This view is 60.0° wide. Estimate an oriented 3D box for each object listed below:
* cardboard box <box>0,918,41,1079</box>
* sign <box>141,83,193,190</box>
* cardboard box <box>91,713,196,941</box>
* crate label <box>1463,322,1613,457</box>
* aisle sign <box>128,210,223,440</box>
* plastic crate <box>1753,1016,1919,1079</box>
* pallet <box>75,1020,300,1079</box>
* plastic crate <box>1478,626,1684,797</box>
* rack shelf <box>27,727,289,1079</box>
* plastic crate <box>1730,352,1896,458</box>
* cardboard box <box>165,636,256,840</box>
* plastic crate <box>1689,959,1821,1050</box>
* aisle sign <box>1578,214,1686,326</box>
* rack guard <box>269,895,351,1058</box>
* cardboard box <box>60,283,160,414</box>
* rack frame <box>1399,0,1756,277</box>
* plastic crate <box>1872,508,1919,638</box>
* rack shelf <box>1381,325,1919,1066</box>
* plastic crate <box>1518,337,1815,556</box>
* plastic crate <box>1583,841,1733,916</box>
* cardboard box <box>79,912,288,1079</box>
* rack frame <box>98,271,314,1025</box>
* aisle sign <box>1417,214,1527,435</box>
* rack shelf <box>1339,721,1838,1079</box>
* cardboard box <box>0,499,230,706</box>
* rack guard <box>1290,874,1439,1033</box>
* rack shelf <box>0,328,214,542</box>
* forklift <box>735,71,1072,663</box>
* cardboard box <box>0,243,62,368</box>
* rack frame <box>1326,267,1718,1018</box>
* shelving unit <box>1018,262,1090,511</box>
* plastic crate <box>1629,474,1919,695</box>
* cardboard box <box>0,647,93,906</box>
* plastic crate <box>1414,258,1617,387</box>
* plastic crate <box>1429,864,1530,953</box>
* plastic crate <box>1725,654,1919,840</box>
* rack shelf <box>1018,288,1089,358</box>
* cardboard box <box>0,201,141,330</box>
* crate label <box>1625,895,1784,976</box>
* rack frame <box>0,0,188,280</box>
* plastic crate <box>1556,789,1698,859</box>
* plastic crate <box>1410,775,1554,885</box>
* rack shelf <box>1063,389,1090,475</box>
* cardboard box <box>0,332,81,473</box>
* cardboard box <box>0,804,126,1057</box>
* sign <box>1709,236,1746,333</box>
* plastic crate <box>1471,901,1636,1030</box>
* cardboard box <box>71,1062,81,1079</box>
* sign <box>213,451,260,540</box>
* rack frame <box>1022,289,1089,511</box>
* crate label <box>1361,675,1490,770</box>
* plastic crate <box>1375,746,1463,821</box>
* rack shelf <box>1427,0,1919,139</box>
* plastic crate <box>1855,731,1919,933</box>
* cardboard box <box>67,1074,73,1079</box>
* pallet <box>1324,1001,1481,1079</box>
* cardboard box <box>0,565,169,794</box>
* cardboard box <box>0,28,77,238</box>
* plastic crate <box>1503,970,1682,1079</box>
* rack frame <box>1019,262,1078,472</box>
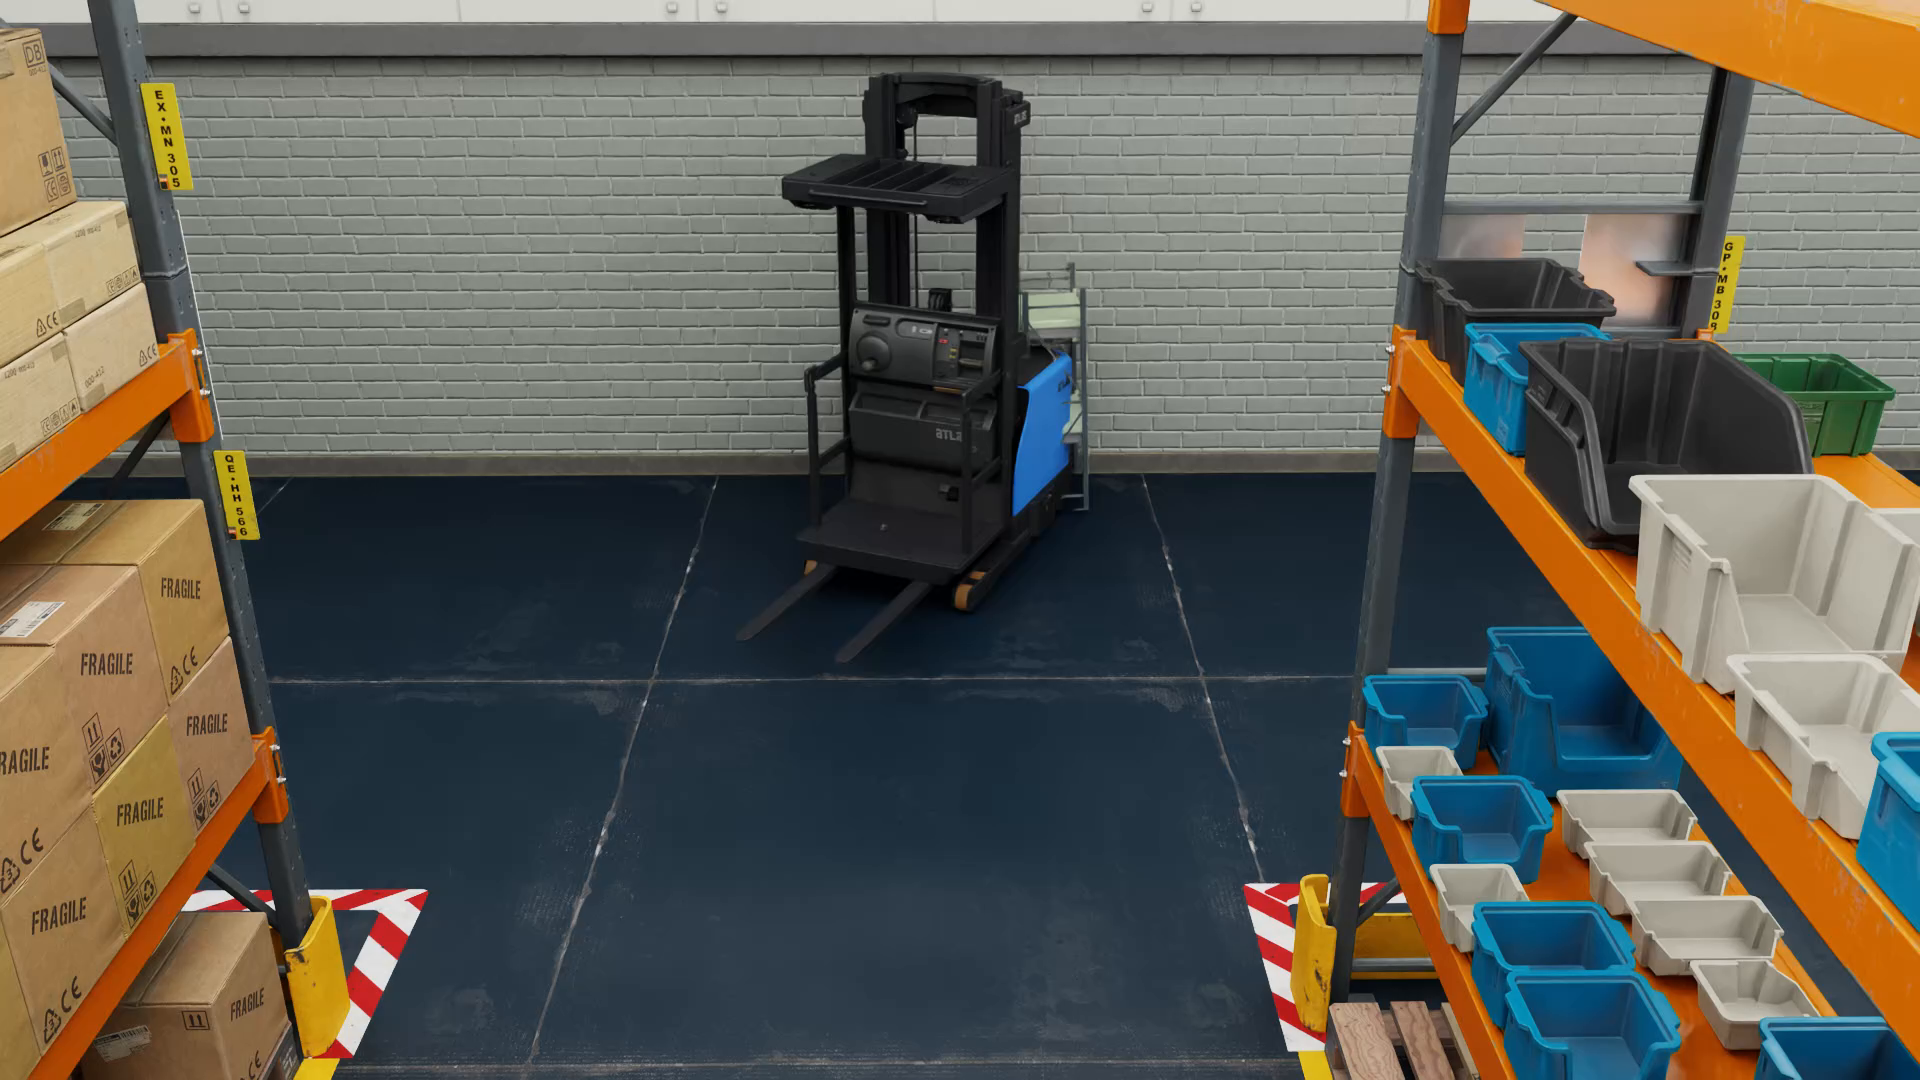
[{"bbox_3d":[-2.722,1.280,4.159,0.500,0.500,0.500,-1,24,-1],"label":"cardboard box"},{"bbox_3d":[-2.459,-1.249,5.158,0.100,0.325,0.005,0,24,-1],"label":"sign"},{"bbox_3d":[-2.728,0.867,5.072,0.500,0.500,0.500,0,24,0],"label":"cardboard box"},{"bbox_3d":[1.626,-0.423,4.585,0.408,0.251,0.502,0,24,-1],"label":"crate label"},{"bbox_3d":[-2.708,-0.699,5.500,0.394,0.787,0.004,0,24,-1],"label":"aisle sign"},{"bbox_3d":[2.218,1.388,4.170,0.416,0.233,0.300,0,24,-1],"label":"plastic crate"},{"bbox_3d":[-3.003,2.146,5.750,1.003,0.211,1.213,0,24,-1],"label":"pallet"},{"bbox_3d":[2.130,0.588,5.694,0.616,0.435,0.499,0,24,-1],"label":"plastic crate"},{"bbox_3d":[-2.992,1.667,4.297,1.077,0.370,4.000,0,24,-1],"label":"rack shelf"},{"bbox_3d":[2.236,-0.371,4.546,0.450,0.188,0.336,0,24,-1],"label":"plastic crate"},{"bbox_3d":[-2.737,0.653,5.545,0.500,0.500,0.500,0,24,1],"label":"cardboard box"},{"bbox_3d":[2.167,1.279,4.530,0.298,0.136,0.250,0,24,-1],"label":"plastic crate"},{"bbox_3d":[2.231,-0.721,5.549,0.394,0.787,0.004,0,24,-1],"label":"aisle sign"},{"bbox_3d":[-3.013,1.685,6.417,1.175,0.500,0.348,0,24,-1],"label":"rack guard"},{"bbox_3d":[-2.745,-0.573,4.918,0.500,0.250,0.500,0,24,-1],"label":"cardboard box"},{"bbox_3d":[1.939,-2.239,4.780,1.000,3.000,0.127,0,24,-1],"label":"rack frame"},{"bbox_3d":[2.210,0.098,3.573,0.437,0.136,0.530,0,24,-1],"label":"plastic crate"},{"bbox_3d":[1.961,0.280,3.725,1.077,0.370,4.000,0,24,-1],"label":"rack shelf"},{"bbox_3d":[1.681,-0.213,4.017,0.504,0.338,0.767,0,24,-1],"label":"plastic crate"},{"bbox_3d":[2.118,1.042,5.053,0.396,0.136,0.243,0,24,-1],"label":"plastic crate"},{"bbox_3d":[-2.762,1.677,5.902,0.500,0.500,0.500,0,24,-1],"label":"cardboard box"},{"bbox_3d":[-3.014,0.515,5.971,1.000,3.000,0.127,0,24,-1],"label":"rack frame"},{"bbox_3d":[1.641,-0.718,5.544,0.394,0.787,0.004,0,24,-1],"label":"aisle sign"},{"bbox_3d":[1.961,1.646,4.343,1.077,0.370,4.000,0,24,-1],"label":"rack shelf"},{"bbox_3d":[-2.734,0.196,5.341,0.500,0.500,0.500,0,24,-1],"label":"cardboard box"},{"bbox_3d":[1.926,1.624,6.554,1.175,0.500,0.348,0,24,-1],"label":"rack guard"},{"bbox_3d":[-2.992,0.300,3.679,1.077,0.370,4.000,0,24,-1],"label":"rack shelf"},{"bbox_3d":[-0.309,-1.111,9.650,1.130,2.935,3.031,10,26,21],"label":"forklift"},{"bbox_3d":[-2.748,-0.594,4.360,0.500,0.250,0.500,0,24,-1],"label":"cardboard box"},{"bbox_3d":[1.939,0.494,6.017,1.000,3.000,0.127,0,24,-1],"label":"rack frame"},{"bbox_3d":[0.615,-1.026,11.138,0.431,1.500,0.755,-3,23,-1],"label":"shelving unit"},{"bbox_3d":[1.655,0.096,3.401,0.437,0.282,0.530,0,24,-1],"label":"plastic crate"},{"bbox_3d":[-2.717,0.618,4.409,0.500,0.500,0.500,0,24,1],"label":"cardboard box"},{"bbox_3d":[1.665,-0.653,5.072,0.497,0.269,0.590,0,24,-1],"label":"plastic crate"},{"bbox_3d":[1.541,1.103,4.919,0.250,0.136,0.298,0,24,-1],"label":"plastic crate"},{"bbox_3d":[1.588,0.374,2.964,0.293,0.136,0.466,0,24,-1],"label":"plastic crate"},{"bbox_3d":[0.598,-1.386,10.988,0.431,0.370,0.720,-3,23,-1],"label":"rack shelf"},{"bbox_3d":[-2.753,-0.800,4.815,0.500,0.250,0.500,0,24,-1],"label":"cardboard box"},{"bbox_3d":[2.145,1.157,4.800,0.396,0.136,0.243,0,24,-1],"label":"crate label"},{"bbox_3d":[-3.014,-2.218,4.735,1.000,3.000,0.127,0,24,-1],"label":"rack frame"},{"bbox_3d":[2.129,0.922,5.318,0.396,0.136,0.243,0,24,-1],"label":"plastic crate"},{"bbox_3d":[1.620,0.918,5.211,0.416,0.233,0.300,0,24,-1],"label":"plastic crate"},{"bbox_3d":[0.629,-0.725,11.263,0.431,0.370,0.720,-3,23,-1],"label":"rack shelf"},{"bbox_3d":[-2.750,-0.367,4.463,0.500,0.250,0.500,0,24,-1],"label":"cardboard box"},{"bbox_3d":[-2.728,1.072,4.618,0.500,0.500,0.500,0,24,0],"label":"cardboard box"},{"bbox_3d":[2.489,-0.834,5.440,0.100,0.325,0.005,0,24,-1],"label":"sign"},{"bbox_3d":[1.627,1.189,4.611,0.416,0.233,0.300,0,24,-1],"label":"plastic crate"},{"bbox_3d":[-3.350,1.883,5.851,0.380,0.166,0.250,0,24,-1],"label":"cardboard box"},{"bbox_3d":[-2.459,-0.151,5.654,0.100,0.325,0.005,0,24,-1],"label":"sign"},{"bbox_3d":[0.626,-0.885,10.800,0.400,1.500,0.023,-3,23,-1],"label":"rack frame"},{"bbox_3d":[1.613,0.647,5.811,0.416,0.233,0.303,0,24,-1],"label":"crate label"},{"bbox_3d":[1.533,0.823,5.537,0.250,0.136,0.298,0,24,-1],"label":"plastic crate"},{"bbox_3d":[1.961,-0.905,3.189,1.077,0.370,4.000,0,24,-1],"label":"rack shelf"},{"bbox_3d":[1.654,0.479,2.615,0.416,0.233,0.300,0,24,-1],"label":"plastic crate"},{"bbox_3d":[-3.286,1.999,5.493,0.500,0.250,0.500,0,24,-1],"label":"cardboard box"},{"bbox_3d":[1.909,2.105,5.840,1.003,0.211,1.213,0,24,-1],"label":"pallet"},{"bbox_3d":[-2.728,0.404,4.881,0.500,0.500,0.500,0,24,1],"label":"cardboard box"},{"bbox_3d":[-2.992,-1.141,4.658,0.700,0.500,0.500,0,24,-1],"label":"cardboard box"},{"bbox_3d":[1.630,1.313,4.338,0.416,0.233,0.300,0,24,-1],"label":"plastic crate"},{"bbox_3d":[0.604,-1.166,11.476,0.400,1.500,0.023,-3,23,-1],"label":"rack frame"}]
